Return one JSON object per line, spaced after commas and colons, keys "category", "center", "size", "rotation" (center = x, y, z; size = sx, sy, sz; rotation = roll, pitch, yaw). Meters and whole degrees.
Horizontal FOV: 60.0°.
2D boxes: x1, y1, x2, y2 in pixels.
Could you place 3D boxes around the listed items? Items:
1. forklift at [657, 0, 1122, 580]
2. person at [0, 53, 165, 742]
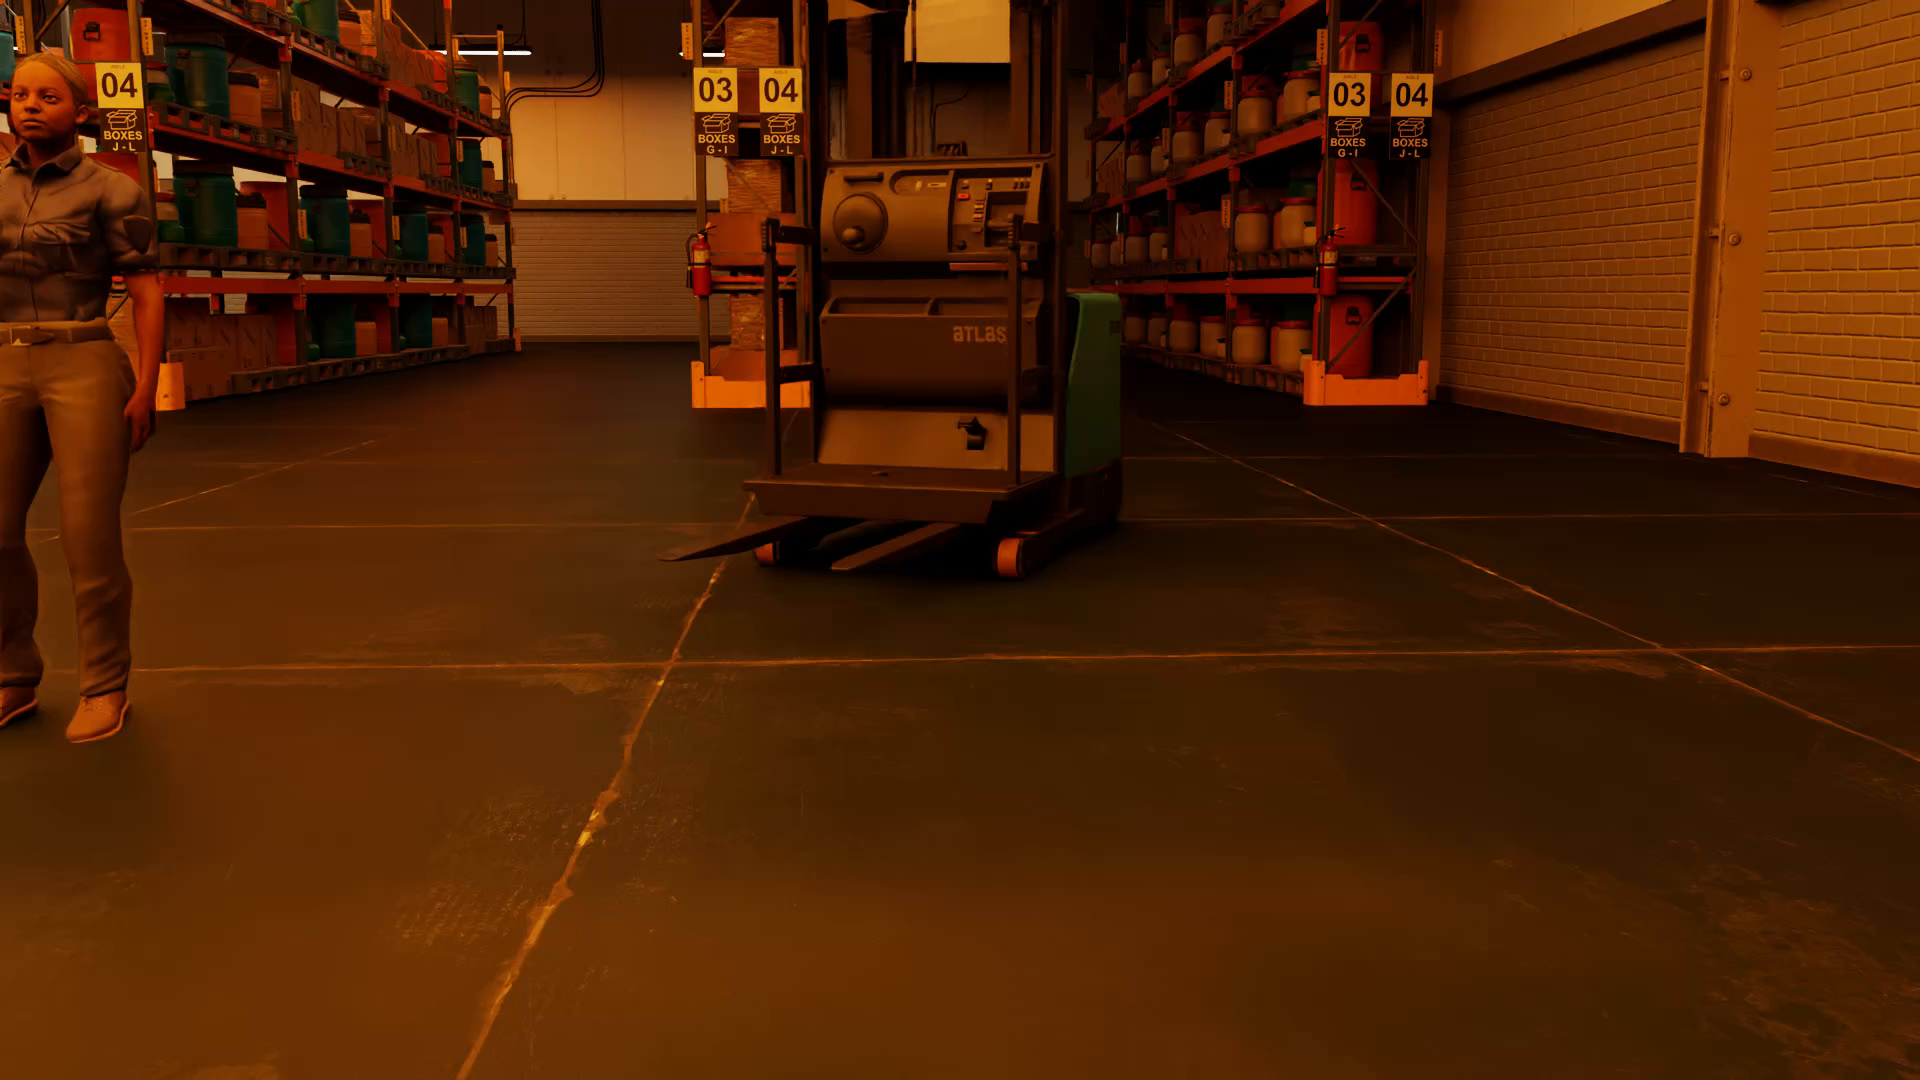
{"category": "forklift", "center": [-0.183, -1.364, 6.514], "size": [1.130, 2.935, 3.031], "rotation": [3, 9, 18]}
{"category": "person", "center": [-2.269, -0.344, 4.110], "size": [0.534, 1.663, 0.429], "rotation": [0, 8, 1]}
